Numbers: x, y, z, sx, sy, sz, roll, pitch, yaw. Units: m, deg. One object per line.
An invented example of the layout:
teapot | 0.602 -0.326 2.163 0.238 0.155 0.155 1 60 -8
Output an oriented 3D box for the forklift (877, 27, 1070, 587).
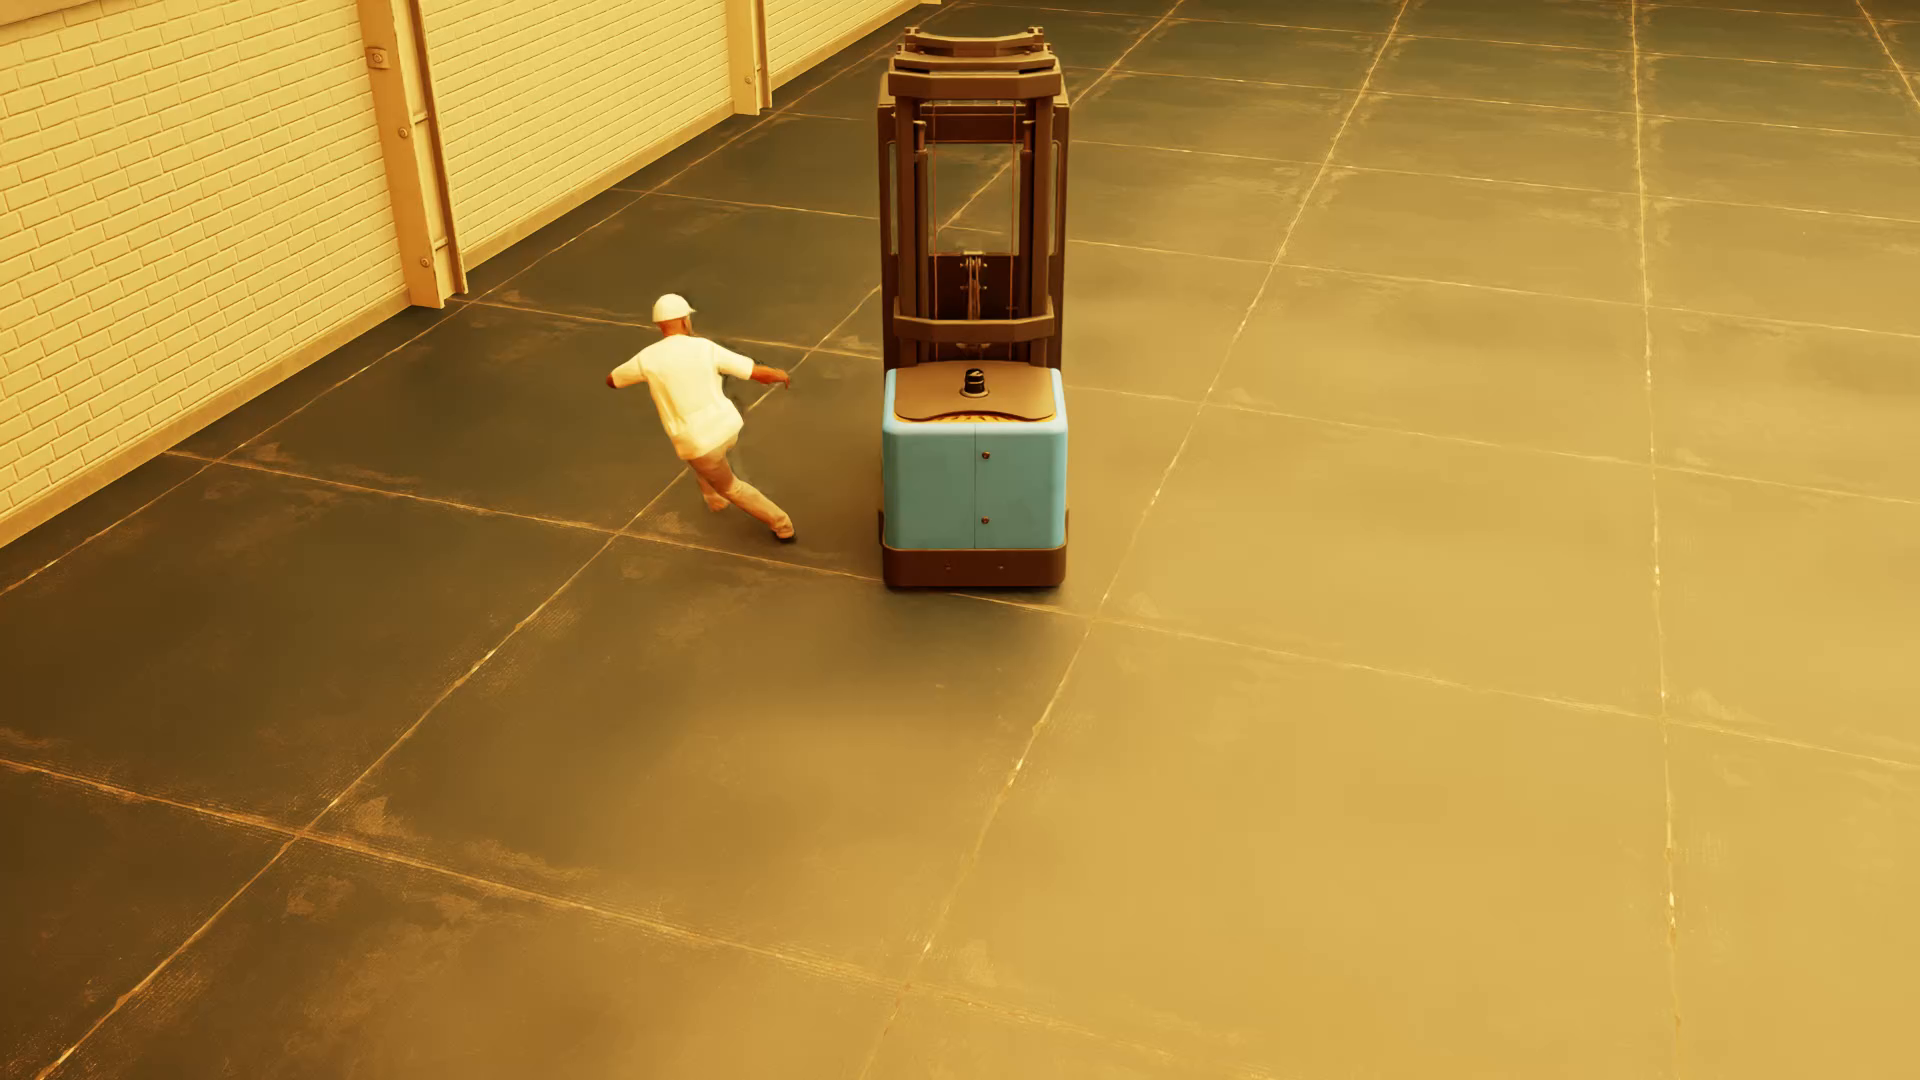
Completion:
forklift | 0.073 -1.695 10.111 1.130 2.935 3.031 0 30 0

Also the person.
person | -1.498 -0.747 9.867 1.039 1.512 0.919 -17 34 -27
